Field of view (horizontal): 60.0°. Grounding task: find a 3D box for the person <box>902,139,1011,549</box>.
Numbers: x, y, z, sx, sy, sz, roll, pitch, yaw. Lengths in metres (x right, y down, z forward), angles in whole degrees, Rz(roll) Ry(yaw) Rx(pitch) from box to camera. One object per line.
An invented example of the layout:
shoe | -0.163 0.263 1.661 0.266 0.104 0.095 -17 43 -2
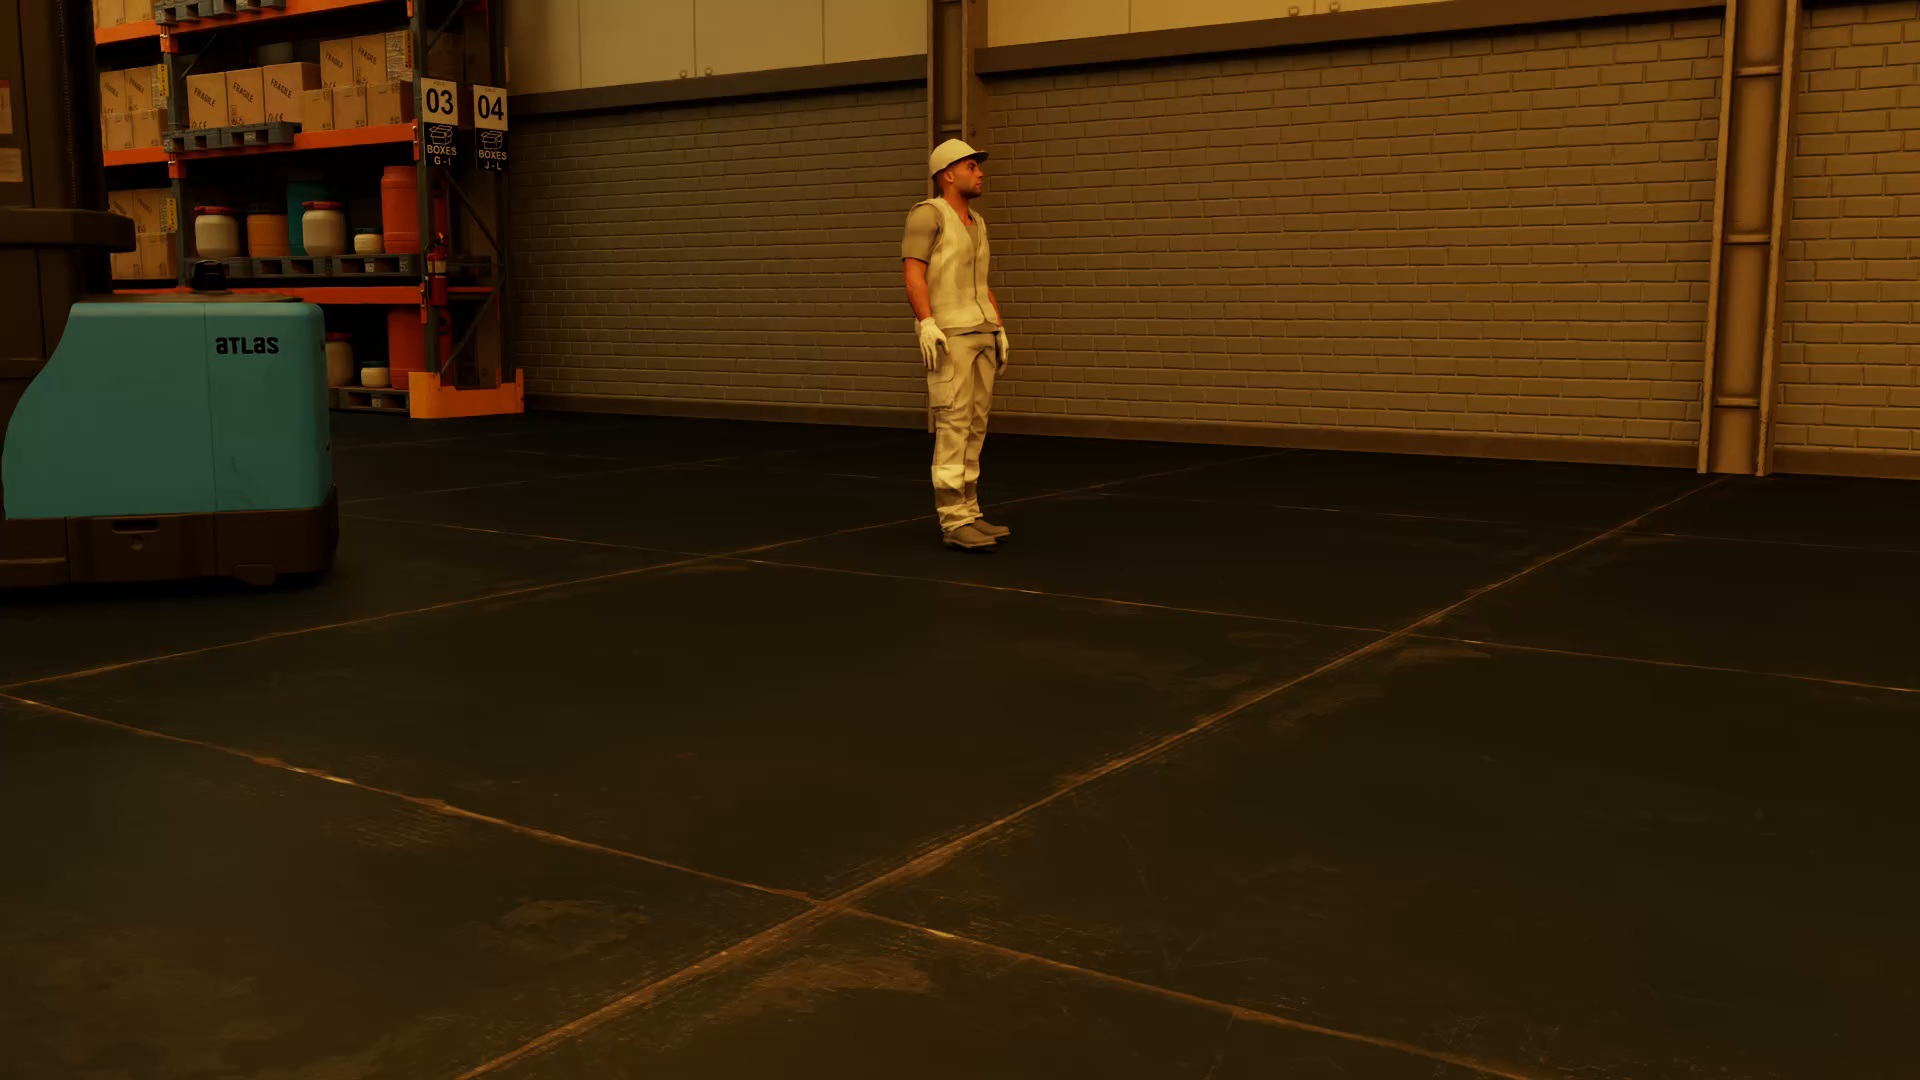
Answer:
person | 0.061 -0.885 7.423 0.562 1.789 0.638 5 10 34

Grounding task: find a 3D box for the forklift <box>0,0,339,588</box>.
forklift | -3.982 -1.266 6.093 3.031 2.935 1.130 -3 8 -18
